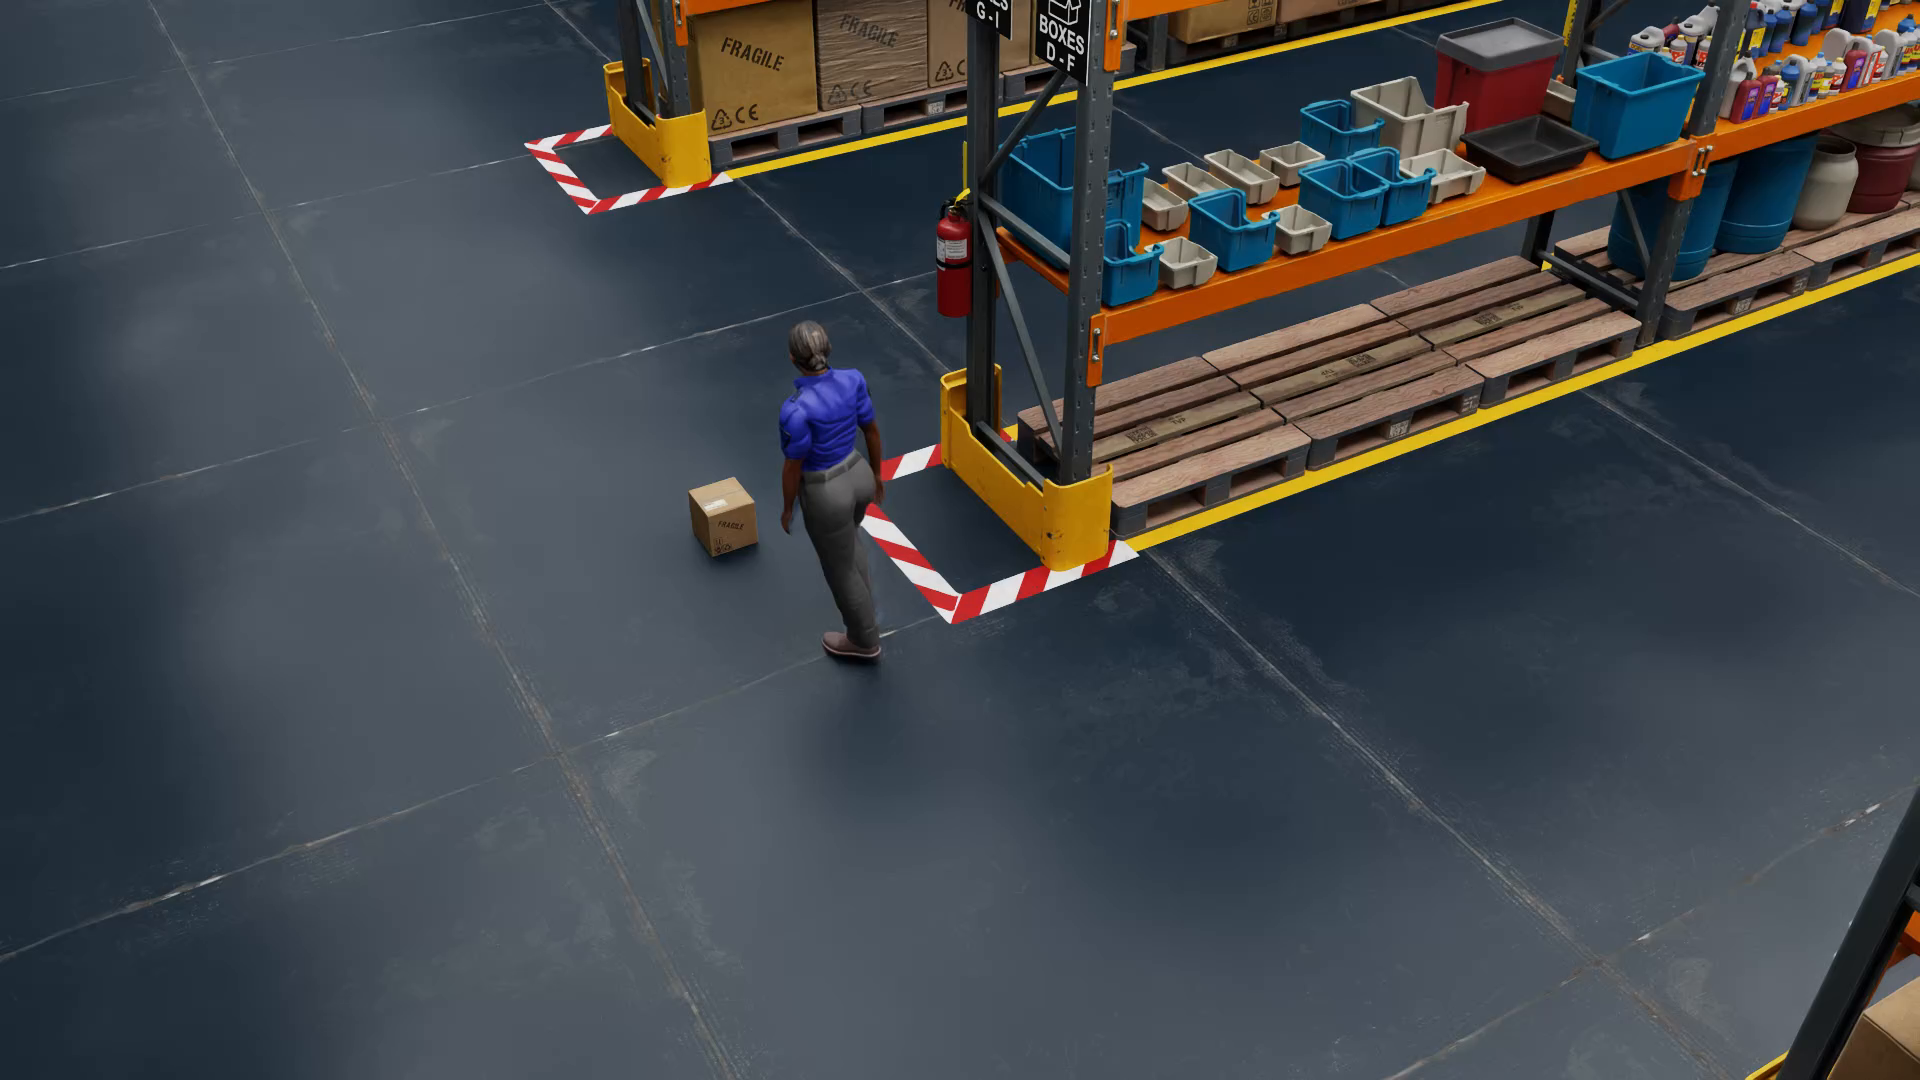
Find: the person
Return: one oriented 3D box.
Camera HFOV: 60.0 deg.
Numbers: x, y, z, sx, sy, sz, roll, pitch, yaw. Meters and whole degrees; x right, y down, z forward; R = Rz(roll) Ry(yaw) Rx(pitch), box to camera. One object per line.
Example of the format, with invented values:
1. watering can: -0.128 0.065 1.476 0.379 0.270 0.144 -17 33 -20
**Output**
1. person: -0.507 -0.185 7.183 0.410 1.701 0.511 24 43 28
